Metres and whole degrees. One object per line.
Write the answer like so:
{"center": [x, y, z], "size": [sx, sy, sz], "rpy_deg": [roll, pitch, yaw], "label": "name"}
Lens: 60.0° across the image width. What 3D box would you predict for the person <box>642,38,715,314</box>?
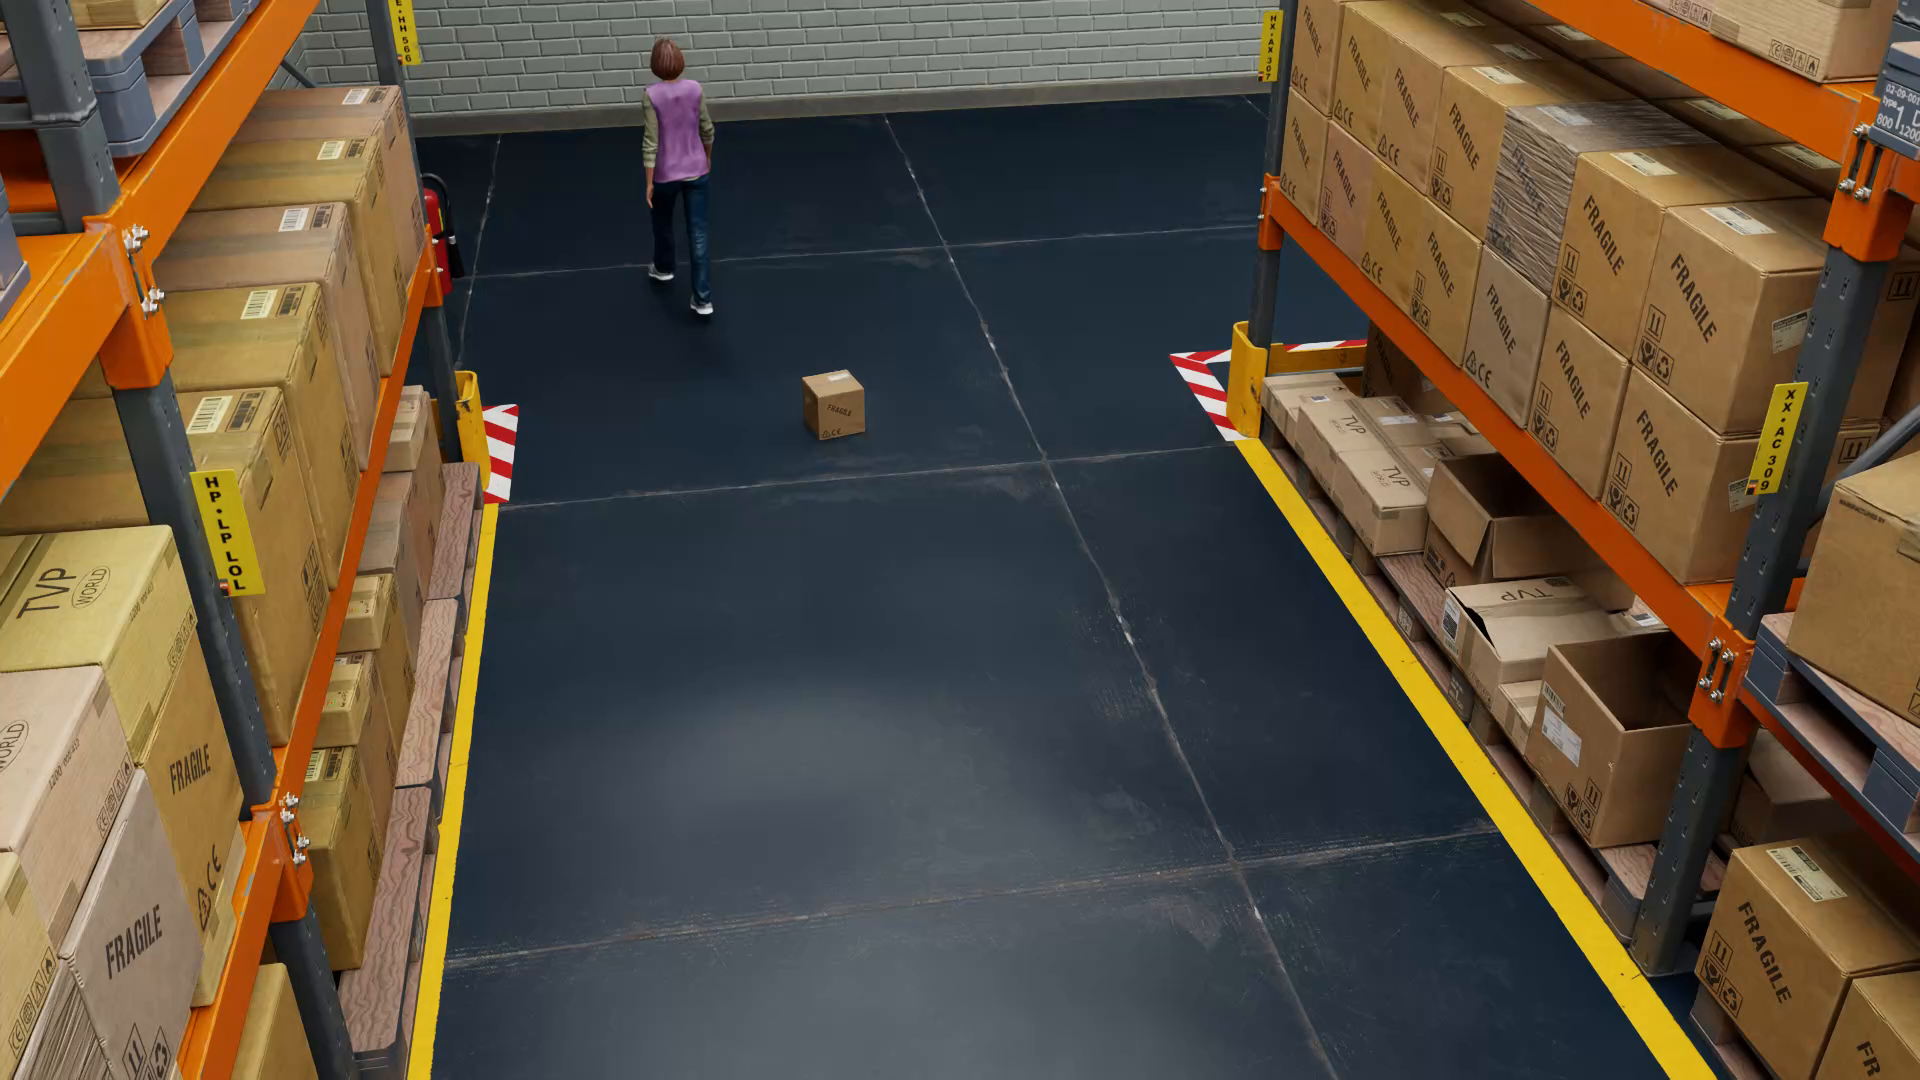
{"center": [-1.647, -2.160, 9.695], "size": [0.457, 1.552, 0.895], "rpy_deg": [-11, 33, -17], "label": "person"}
